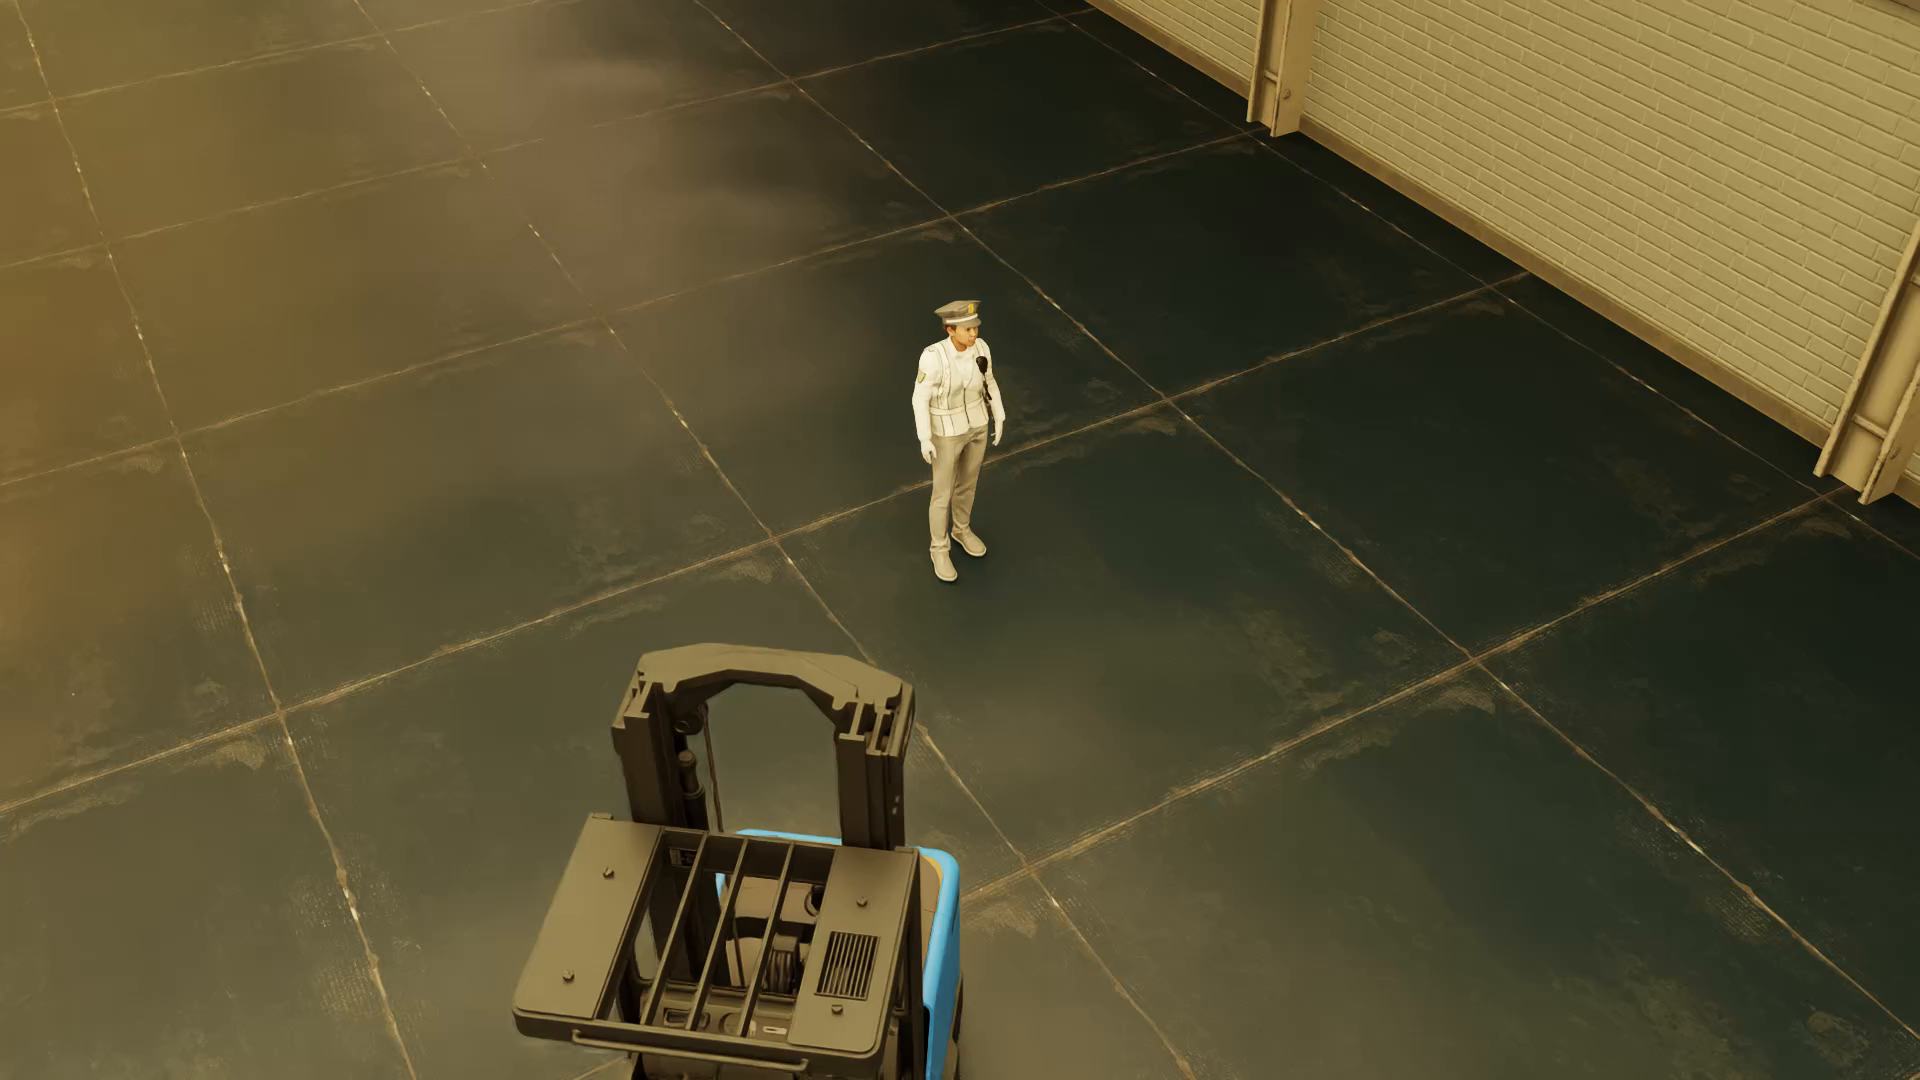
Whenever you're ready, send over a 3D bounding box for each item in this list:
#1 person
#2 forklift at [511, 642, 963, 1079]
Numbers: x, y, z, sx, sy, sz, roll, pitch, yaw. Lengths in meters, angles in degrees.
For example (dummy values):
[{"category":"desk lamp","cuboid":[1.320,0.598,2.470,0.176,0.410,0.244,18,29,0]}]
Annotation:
[{"category":"person","cuboid":[0.028,-0.617,9.738,0.586,1.694,0.530,-20,44,-23]},{"category":"forklift","cuboid":[-0.706,1.909,5.734,1.130,2.935,3.031,5,40,6]}]
